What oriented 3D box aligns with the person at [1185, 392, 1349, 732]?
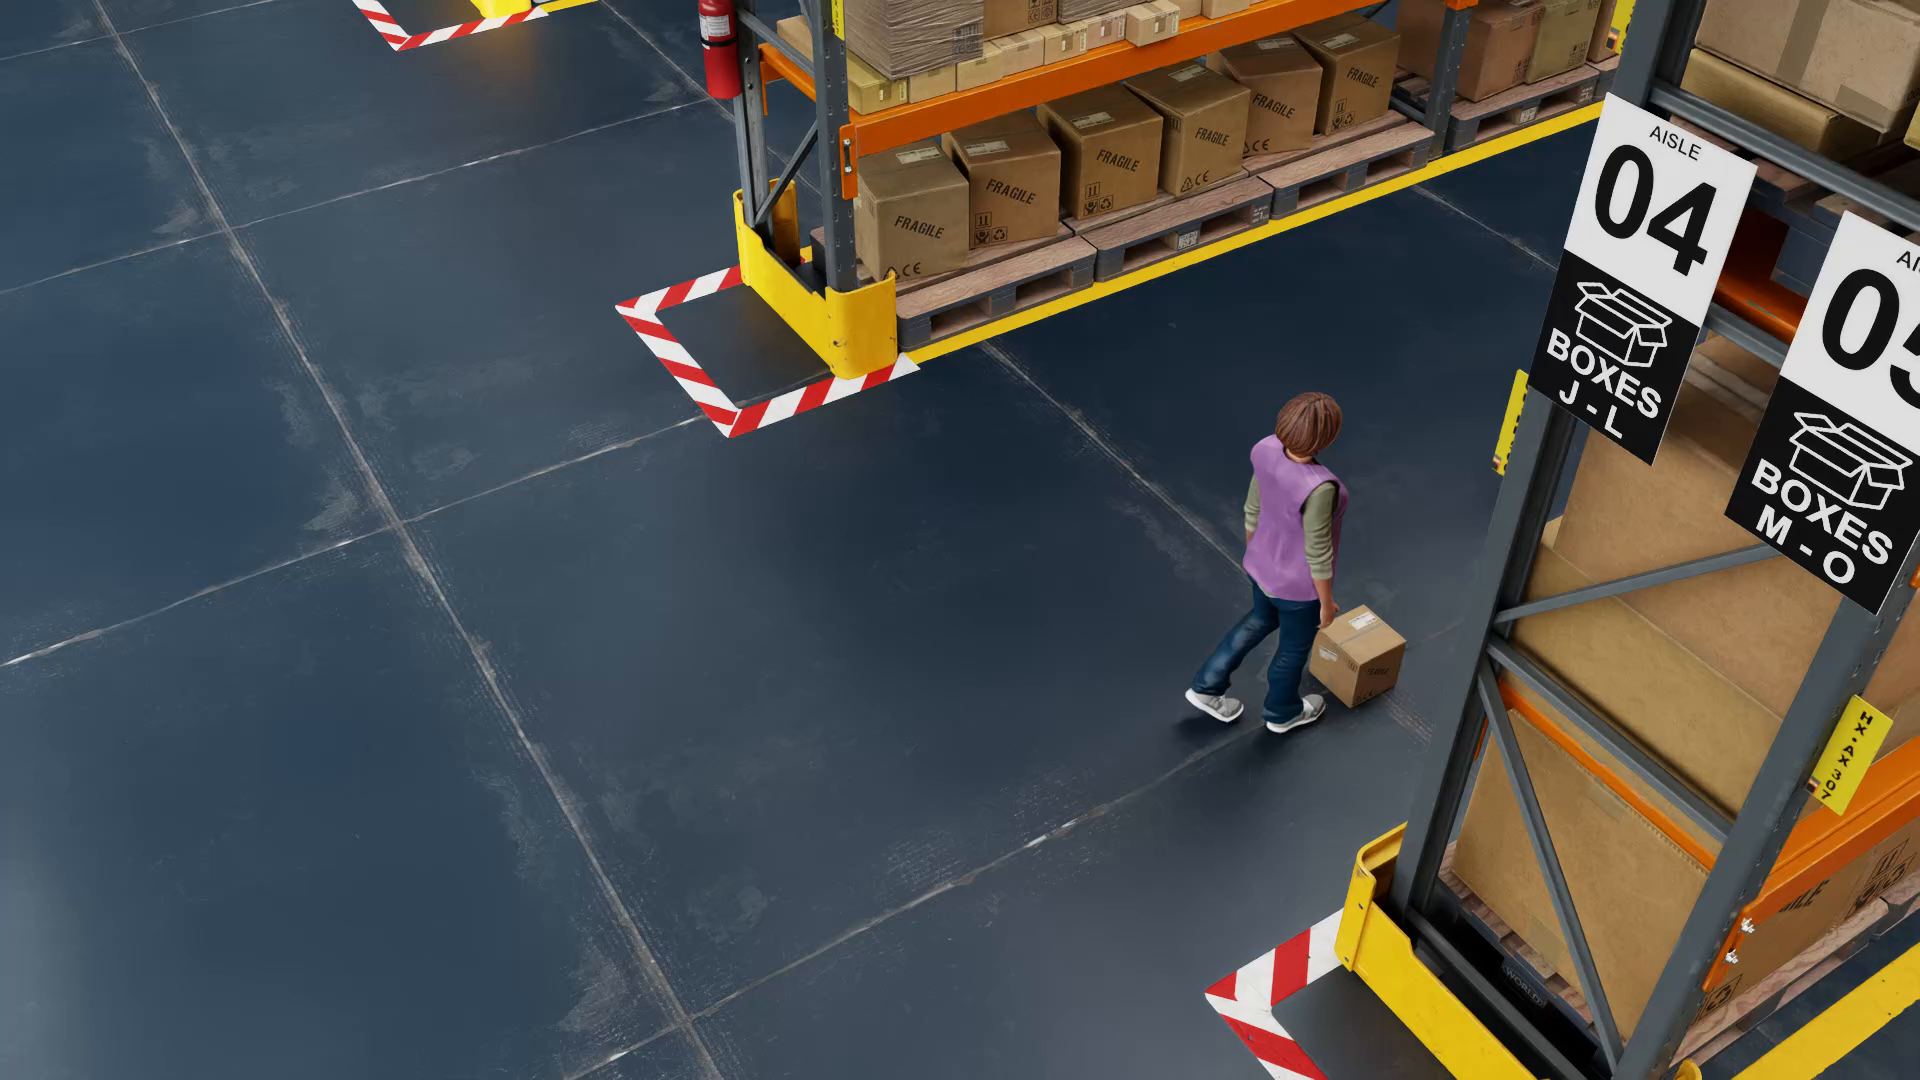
[{"bbox_3d":[1.189,0.127,6.011,0.540,1.600,0.444,-17,44,-19],"label":"person"}]
